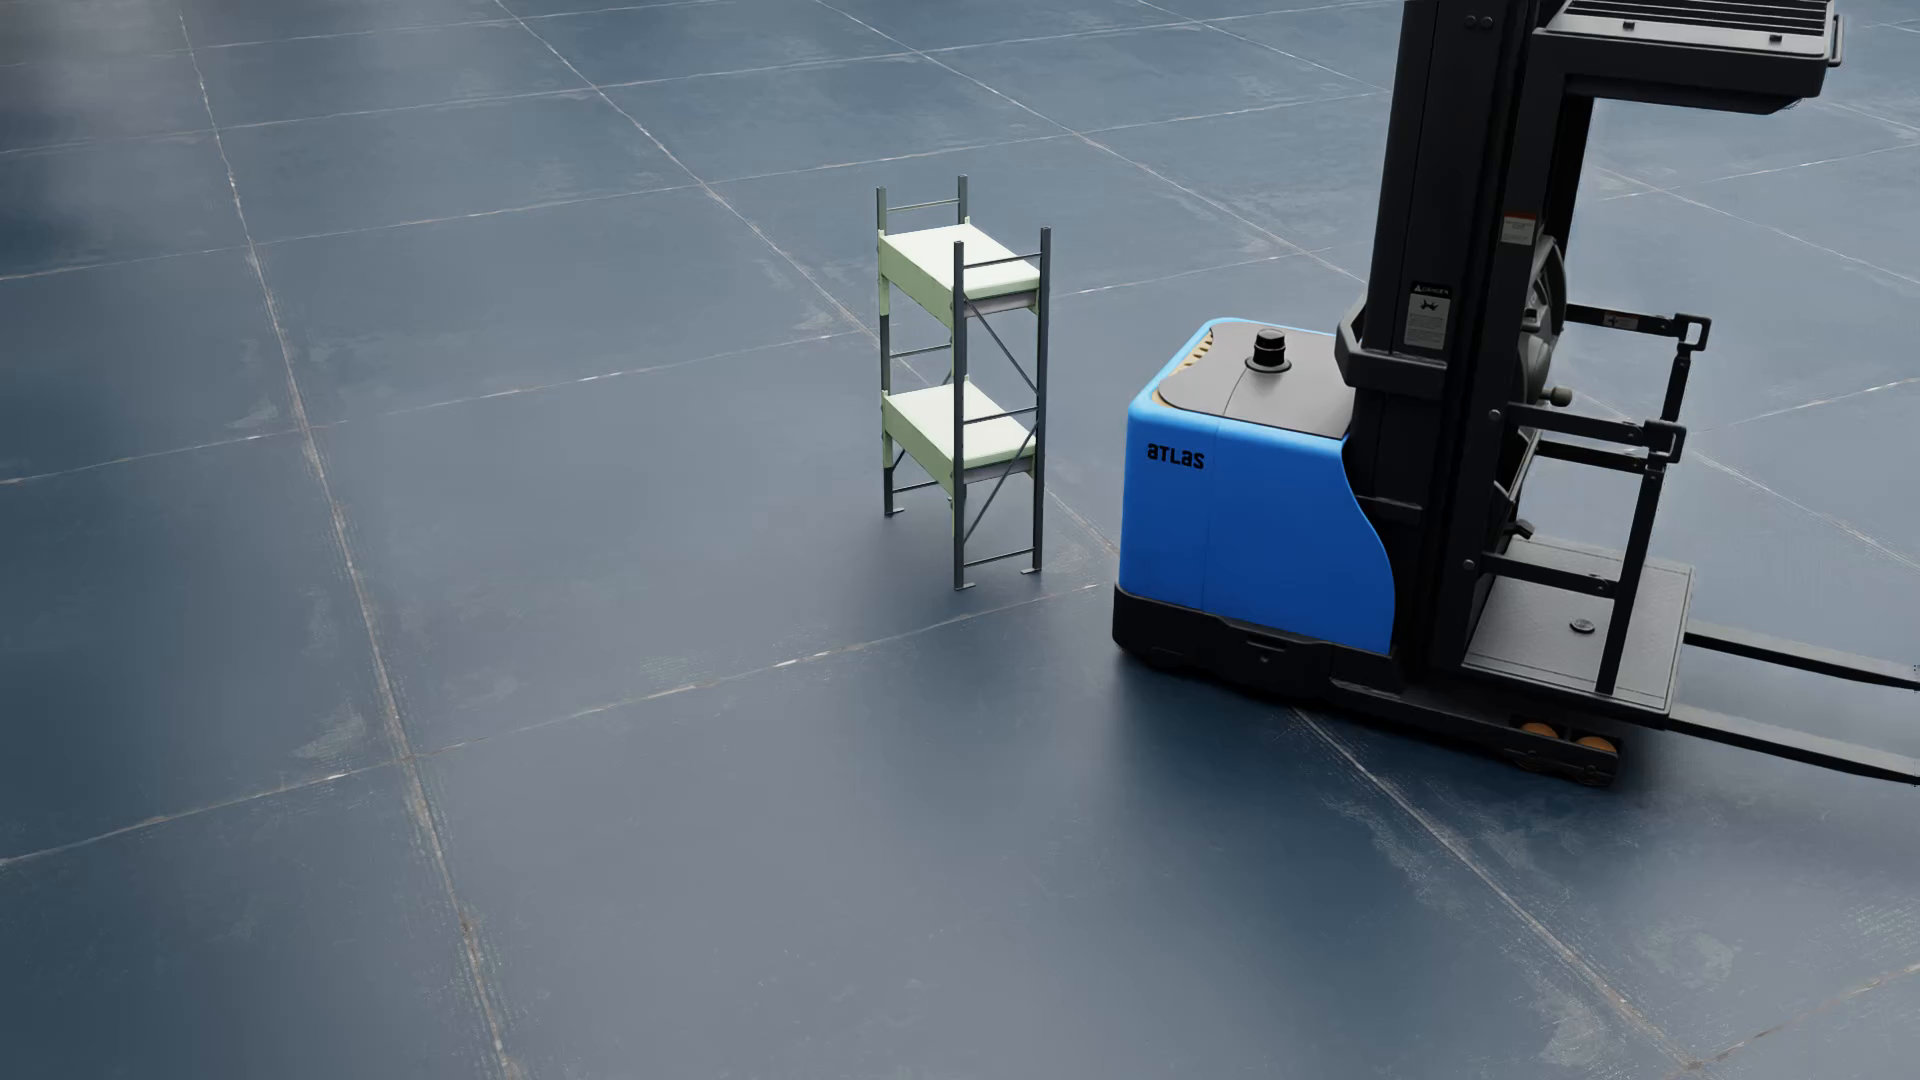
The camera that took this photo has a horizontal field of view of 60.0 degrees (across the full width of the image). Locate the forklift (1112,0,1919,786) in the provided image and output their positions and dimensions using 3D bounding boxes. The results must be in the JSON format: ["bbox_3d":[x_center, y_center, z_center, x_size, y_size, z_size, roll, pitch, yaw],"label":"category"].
[{"bbox_3d":[2.145,-0.728,5.551,3.031,2.935,1.130,13,32,22],"label":"forklift"}]

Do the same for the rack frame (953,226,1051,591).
[{"bbox_3d":[0.160,-0.490,6.590,0.400,1.500,0.023,-13,32,-22],"label":"rack frame"}]

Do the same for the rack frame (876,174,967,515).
[{"bbox_3d":[-0.154,-0.813,7.166,0.400,1.500,0.023,-13,32,-22],"label":"rack frame"}]

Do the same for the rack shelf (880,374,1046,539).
[{"bbox_3d":[0.003,-0.367,7.037,0.431,0.370,0.720,-13,32,-22],"label":"rack shelf"}]

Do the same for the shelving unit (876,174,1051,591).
[{"bbox_3d":[0.003,-0.651,6.878,0.431,1.500,0.755,-13,32,-22],"label":"shelving unit"}]

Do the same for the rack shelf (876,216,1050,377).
[{"bbox_3d":[0.003,-0.992,6.687,0.431,0.370,0.720,-13,32,-22],"label":"rack shelf"}]
